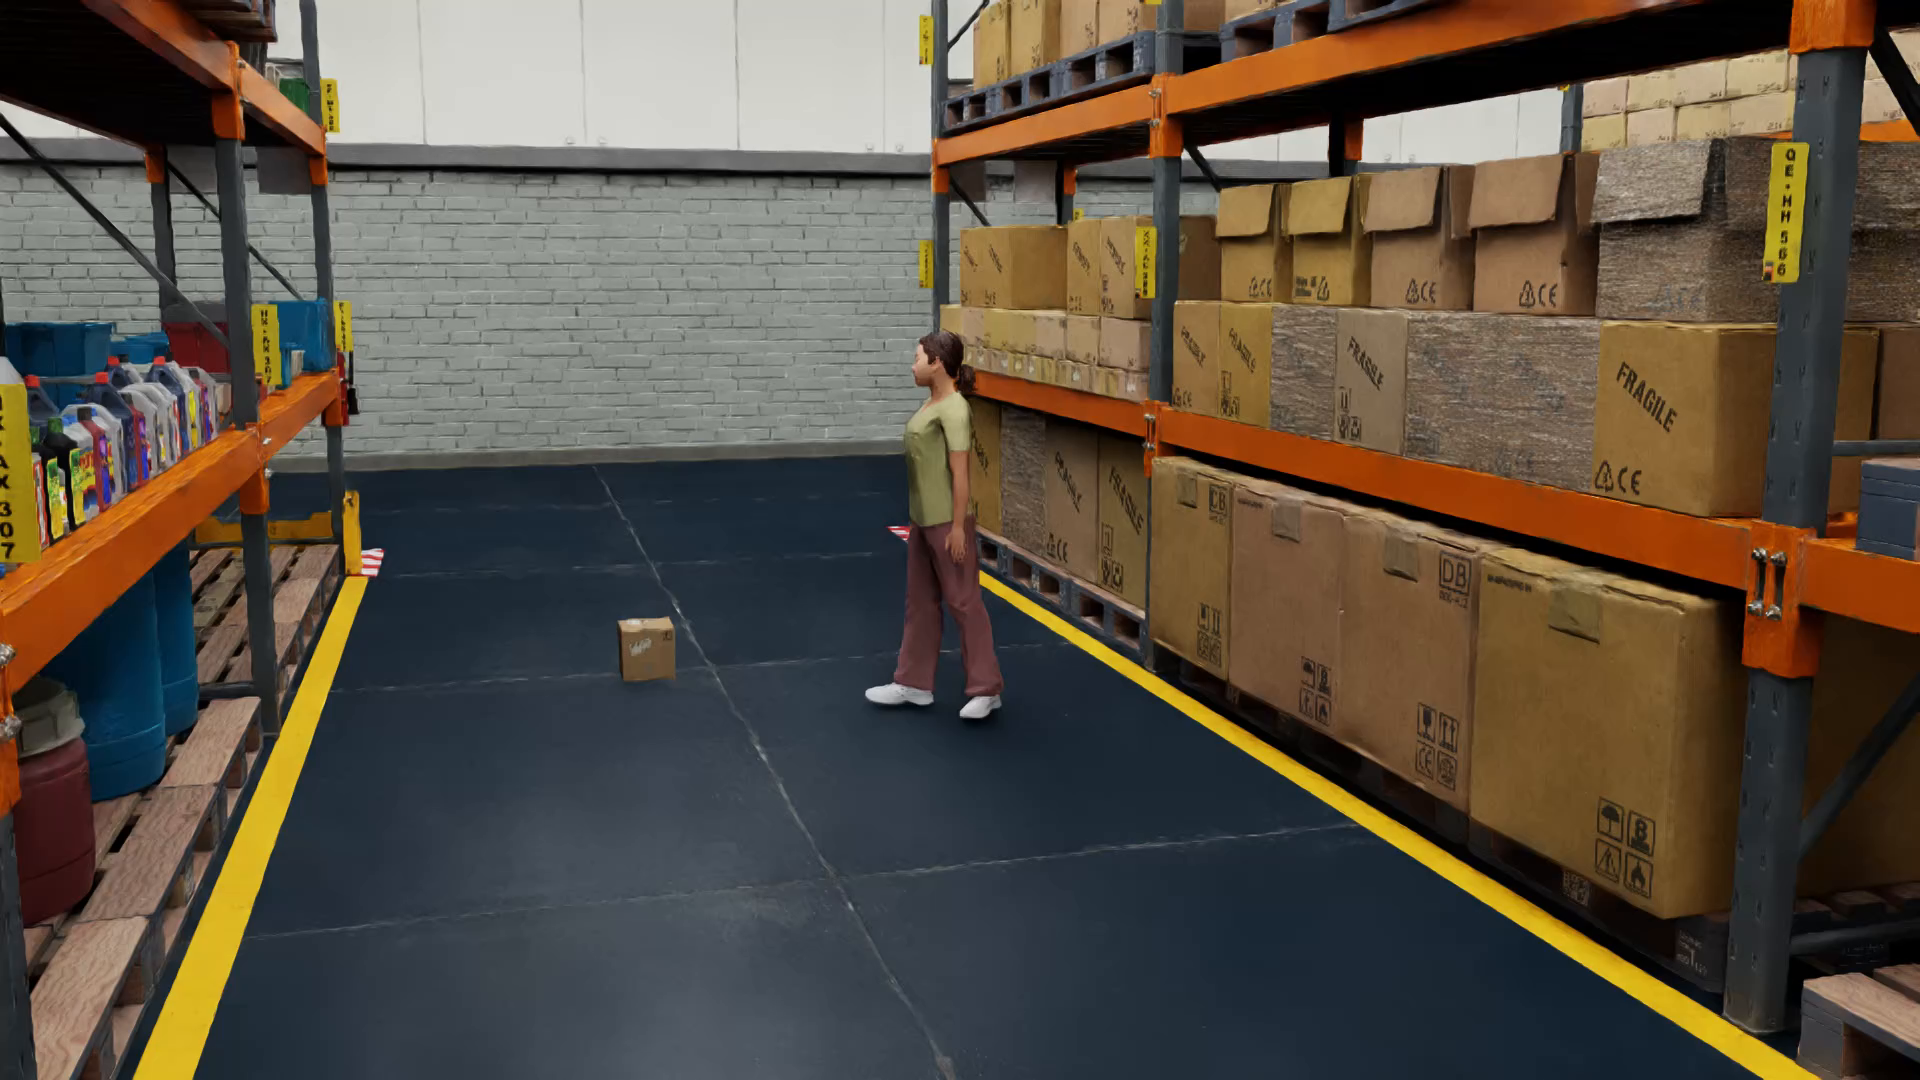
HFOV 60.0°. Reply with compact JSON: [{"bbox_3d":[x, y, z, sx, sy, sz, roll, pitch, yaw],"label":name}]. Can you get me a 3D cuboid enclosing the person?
[{"bbox_3d":[-0.113,0.045,7.301,0.577,1.418,0.620,-3,10,-16],"label":"person"}]
